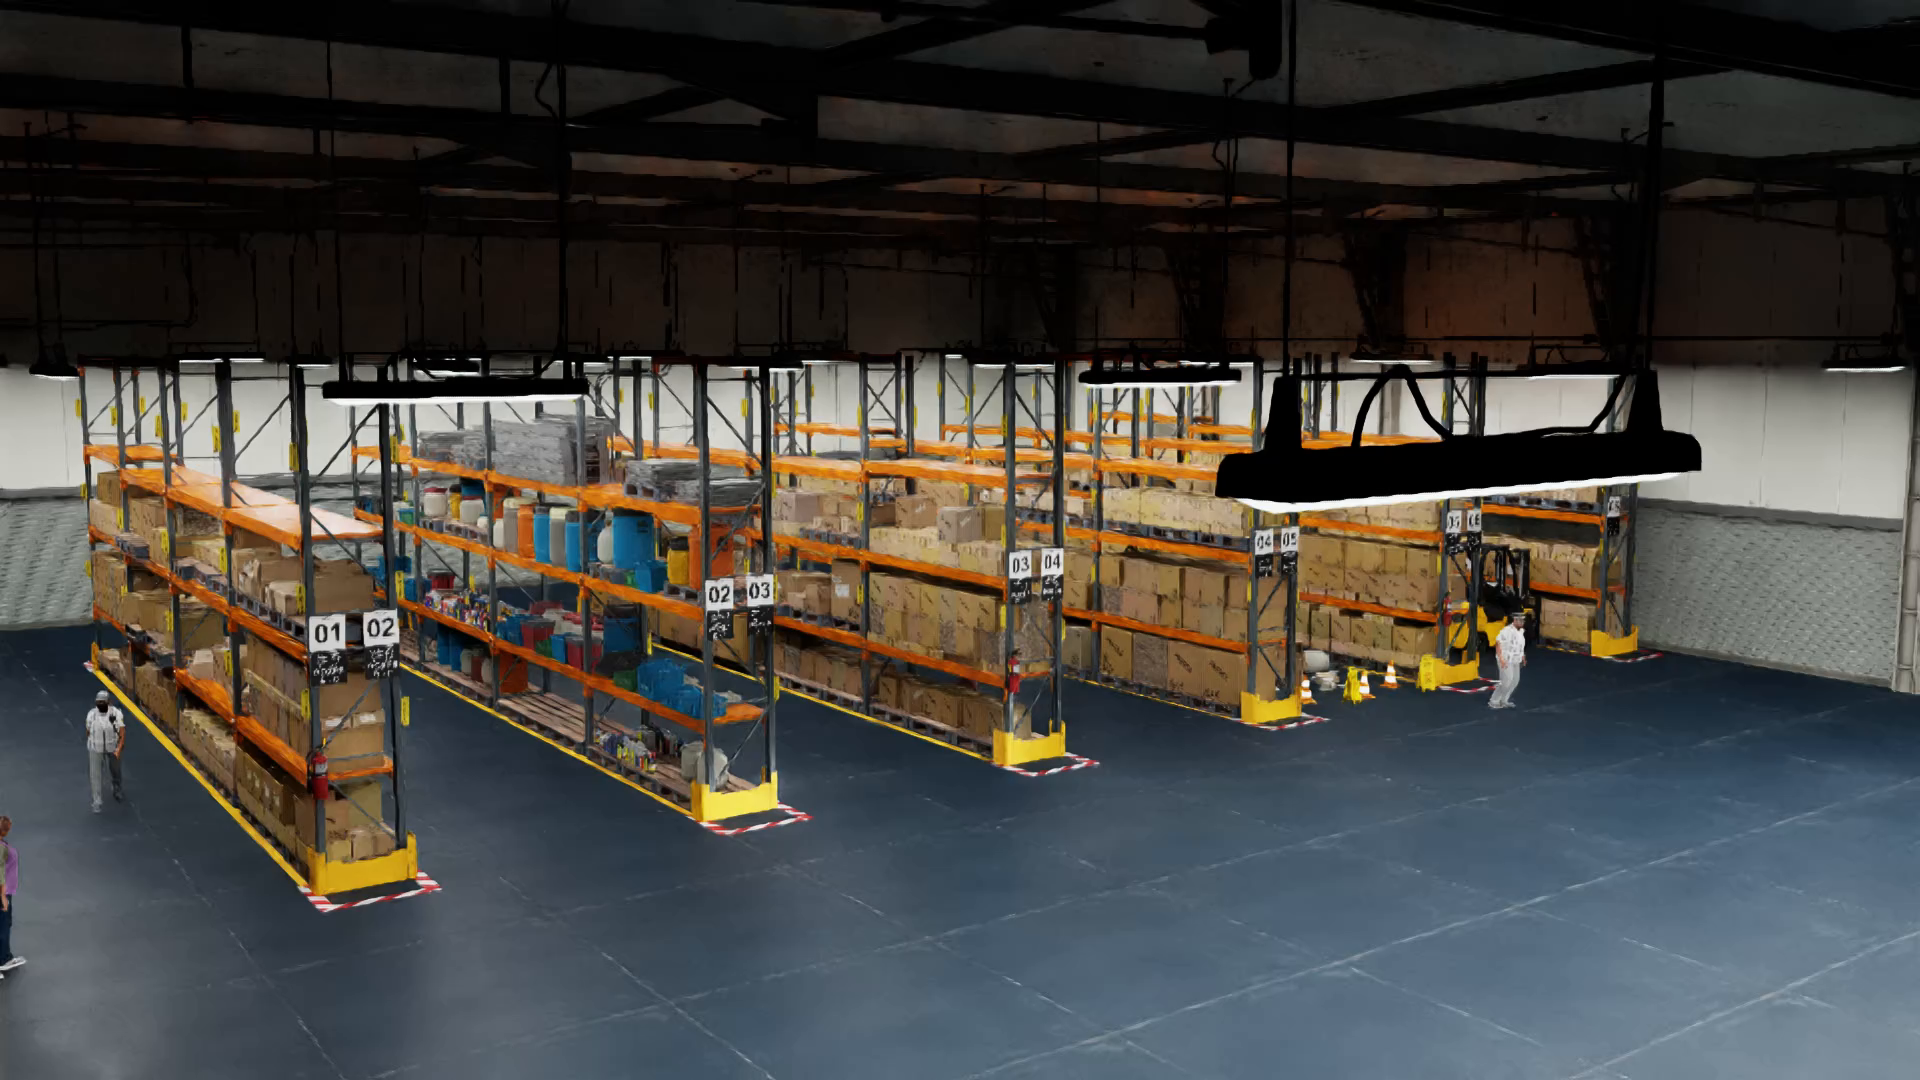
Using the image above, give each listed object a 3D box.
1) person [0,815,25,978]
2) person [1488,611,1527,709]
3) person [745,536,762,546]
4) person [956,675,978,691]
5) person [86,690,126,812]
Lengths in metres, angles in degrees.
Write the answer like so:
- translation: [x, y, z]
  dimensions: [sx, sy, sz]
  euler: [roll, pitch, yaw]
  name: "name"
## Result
- translation: [-9.563, 3.530, 16.573]
  dimensions: [0.361, 1.596, 0.535]
  euler: [-4, 8, -31]
  name: "person"
- translation: [9.402, 2.042, 28.464]
  dimensions: [0.682, 1.711, 0.542]
  euler: [-5, 9, -36]
  name: "person"
- translation: [-5.192, 0.341, 42.464]
  dimensions: [0.588, 1.712, 0.524]
  euler: [0, 7, 2]
  name: "person"
- translation: [0.192, 2.017, 28.991]
  dimensions: [0.458, 1.612, 1.015]
  euler: [-5, 9, -36]
  name: "person"
- translation: [-11.523, 2.810, 22.458]
  dimensions: [0.477, 1.597, 0.994]
  euler: [-3, 8, -26]
  name: "person"
